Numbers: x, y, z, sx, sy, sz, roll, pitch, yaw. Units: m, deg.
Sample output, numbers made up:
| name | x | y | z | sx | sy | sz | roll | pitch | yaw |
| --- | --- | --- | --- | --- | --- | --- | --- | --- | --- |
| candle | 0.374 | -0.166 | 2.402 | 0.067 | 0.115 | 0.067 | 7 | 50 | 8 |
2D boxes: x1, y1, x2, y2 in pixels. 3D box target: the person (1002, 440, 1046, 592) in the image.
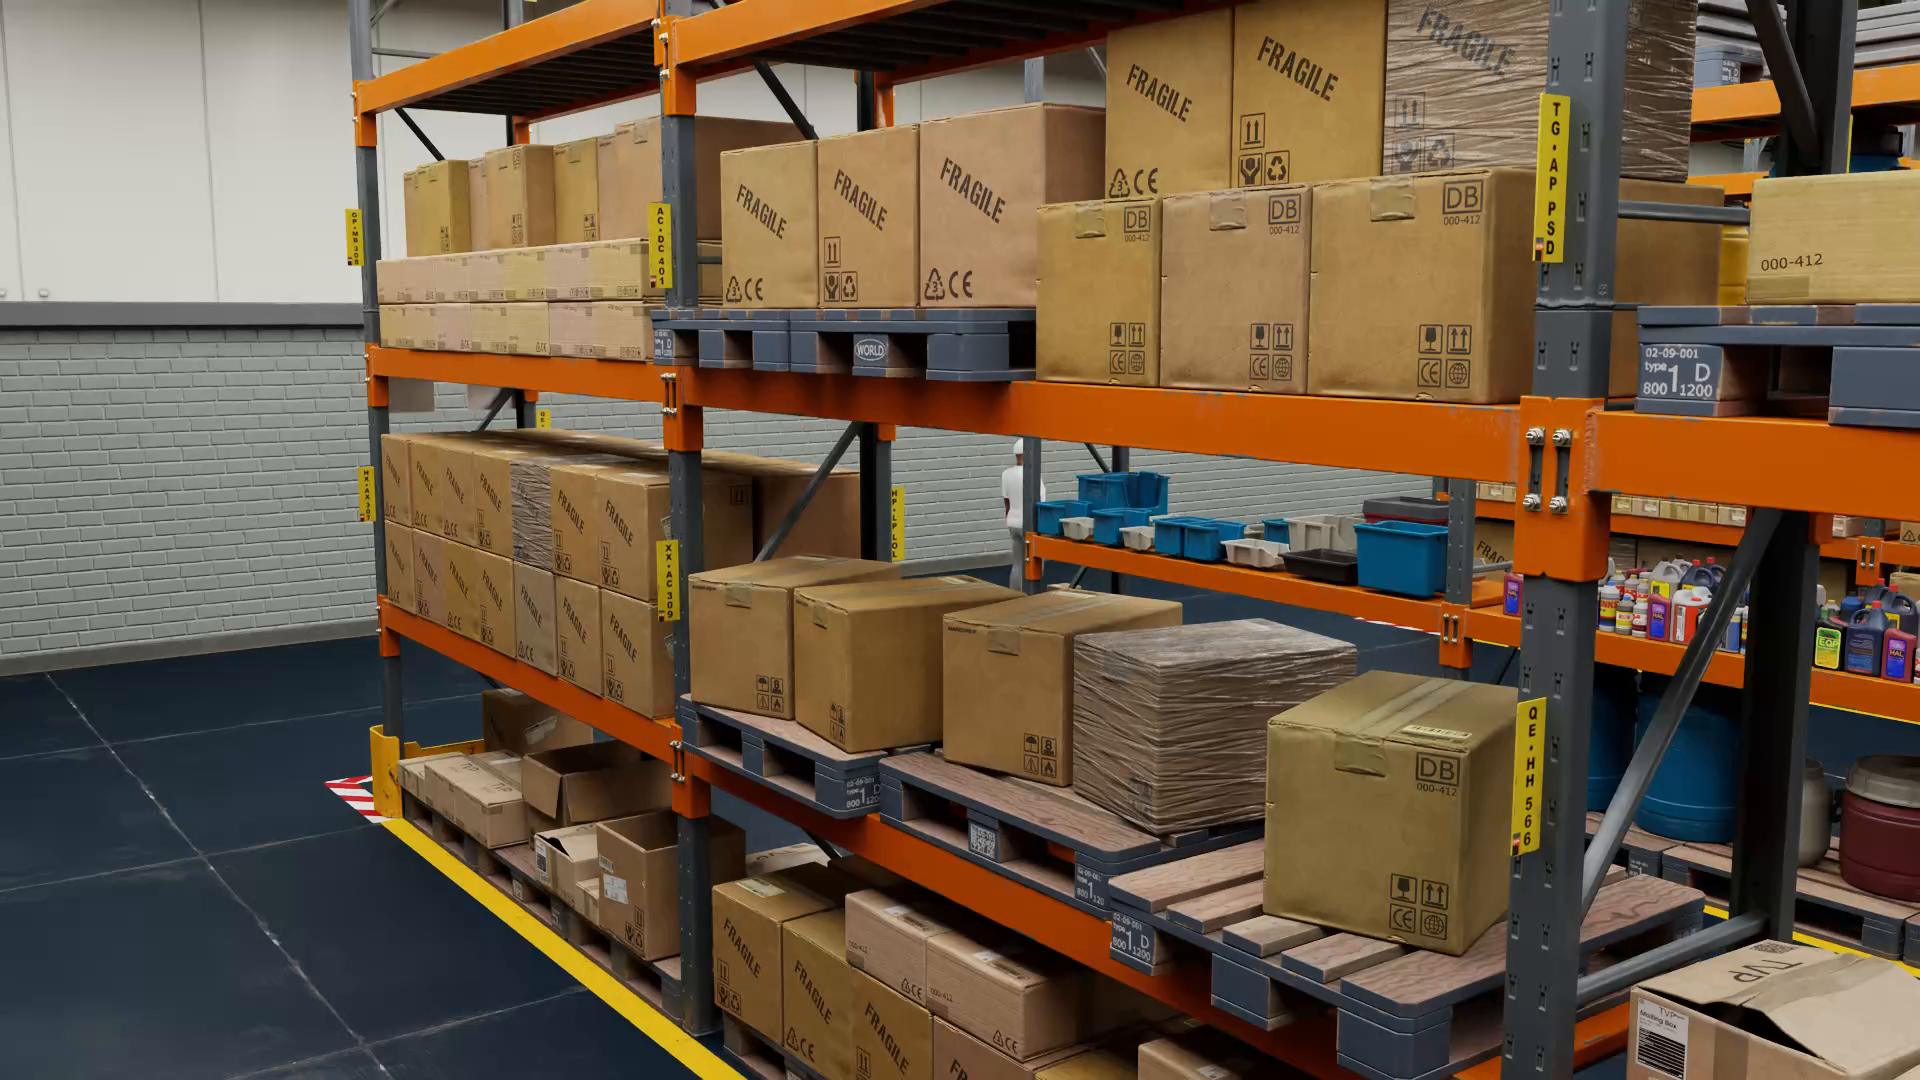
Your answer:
| name | x | y | z | sx | sy | sz | roll | pitch | yaw |
| --- | --- | --- | --- | --- | --- | --- | --- | --- | --- |
| person | 0.660 | -0.109 | 16.635 | 0.368 | 1.796 | 0.566 | -5 | 9 | -35 |
